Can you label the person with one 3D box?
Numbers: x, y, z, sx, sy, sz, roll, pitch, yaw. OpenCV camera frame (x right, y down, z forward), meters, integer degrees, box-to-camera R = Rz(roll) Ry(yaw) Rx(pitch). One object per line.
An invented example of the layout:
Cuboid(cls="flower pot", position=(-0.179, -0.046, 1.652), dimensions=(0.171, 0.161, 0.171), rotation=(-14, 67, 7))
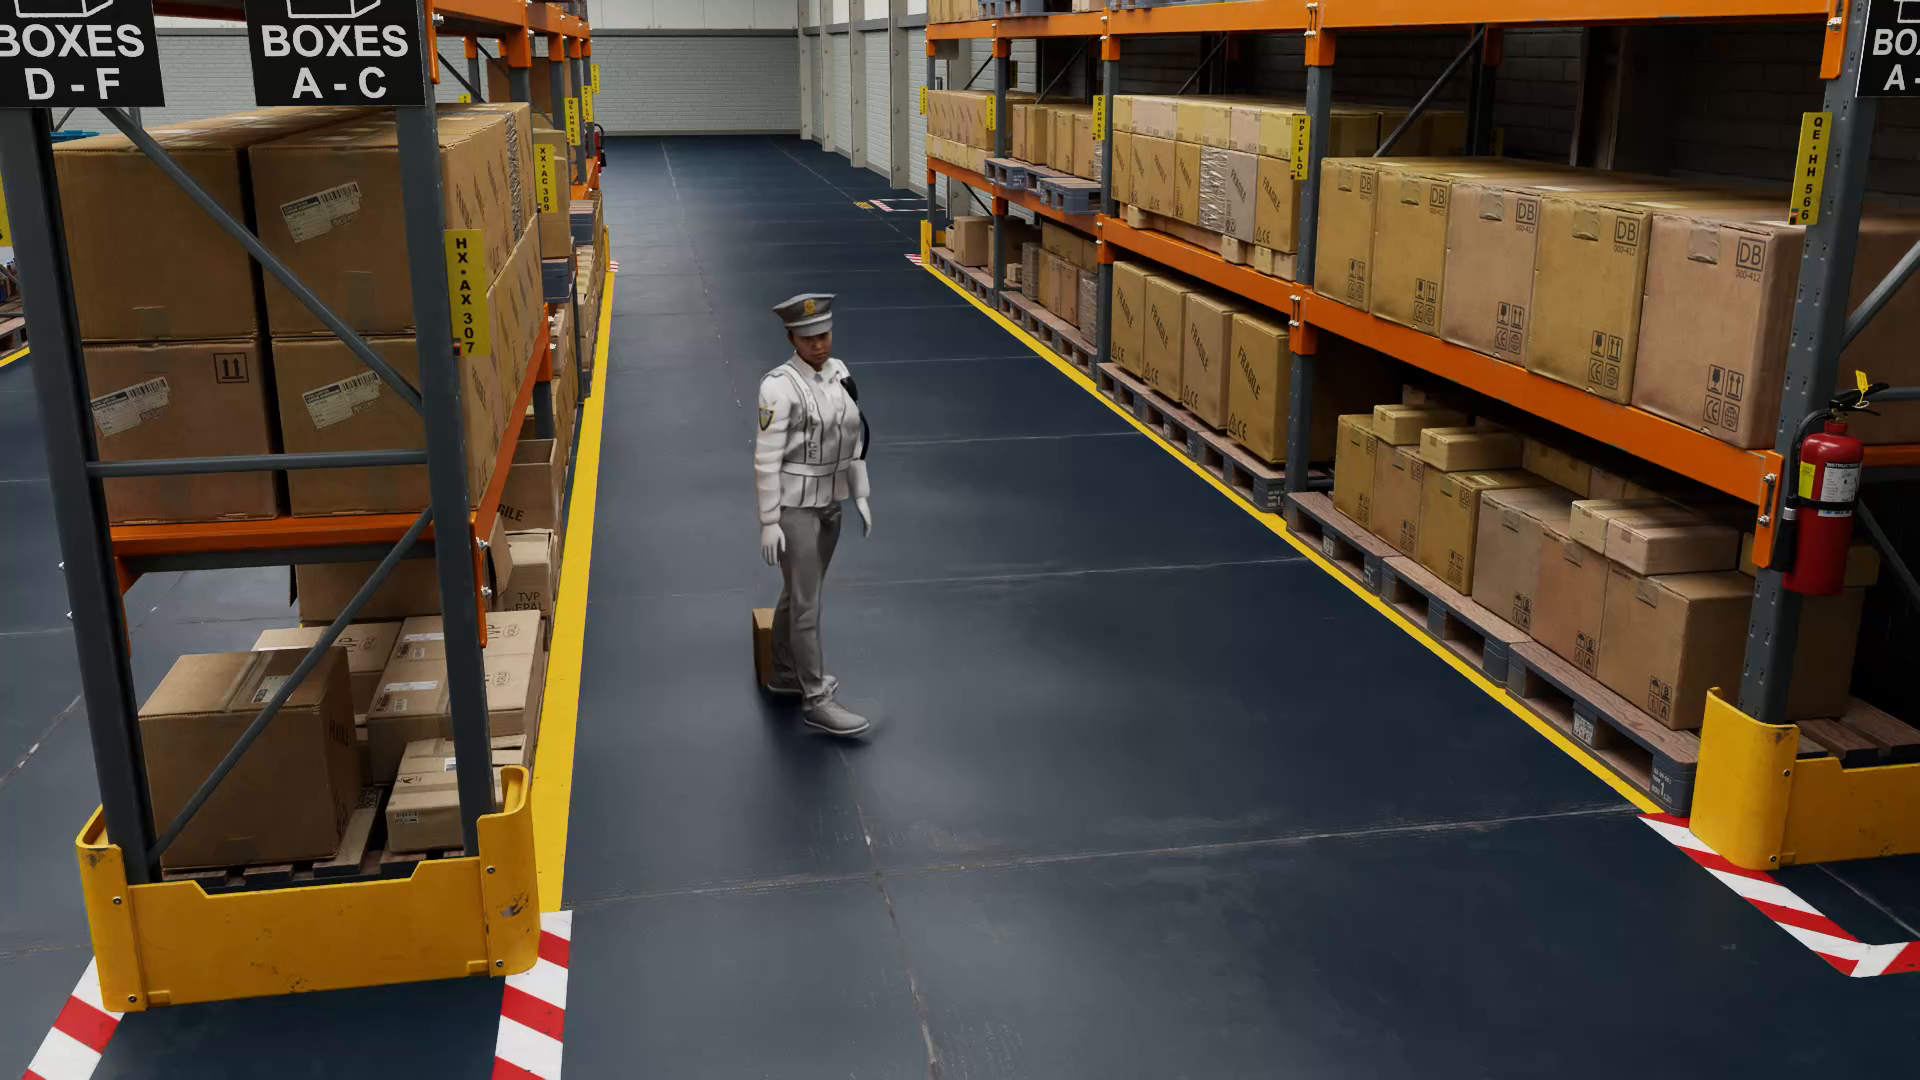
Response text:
Cuboid(cls="person", position=(-0.557, -0.112, 6.326), dimensions=(0.598, 1.656, 0.546), rotation=(9, 19, 28))
